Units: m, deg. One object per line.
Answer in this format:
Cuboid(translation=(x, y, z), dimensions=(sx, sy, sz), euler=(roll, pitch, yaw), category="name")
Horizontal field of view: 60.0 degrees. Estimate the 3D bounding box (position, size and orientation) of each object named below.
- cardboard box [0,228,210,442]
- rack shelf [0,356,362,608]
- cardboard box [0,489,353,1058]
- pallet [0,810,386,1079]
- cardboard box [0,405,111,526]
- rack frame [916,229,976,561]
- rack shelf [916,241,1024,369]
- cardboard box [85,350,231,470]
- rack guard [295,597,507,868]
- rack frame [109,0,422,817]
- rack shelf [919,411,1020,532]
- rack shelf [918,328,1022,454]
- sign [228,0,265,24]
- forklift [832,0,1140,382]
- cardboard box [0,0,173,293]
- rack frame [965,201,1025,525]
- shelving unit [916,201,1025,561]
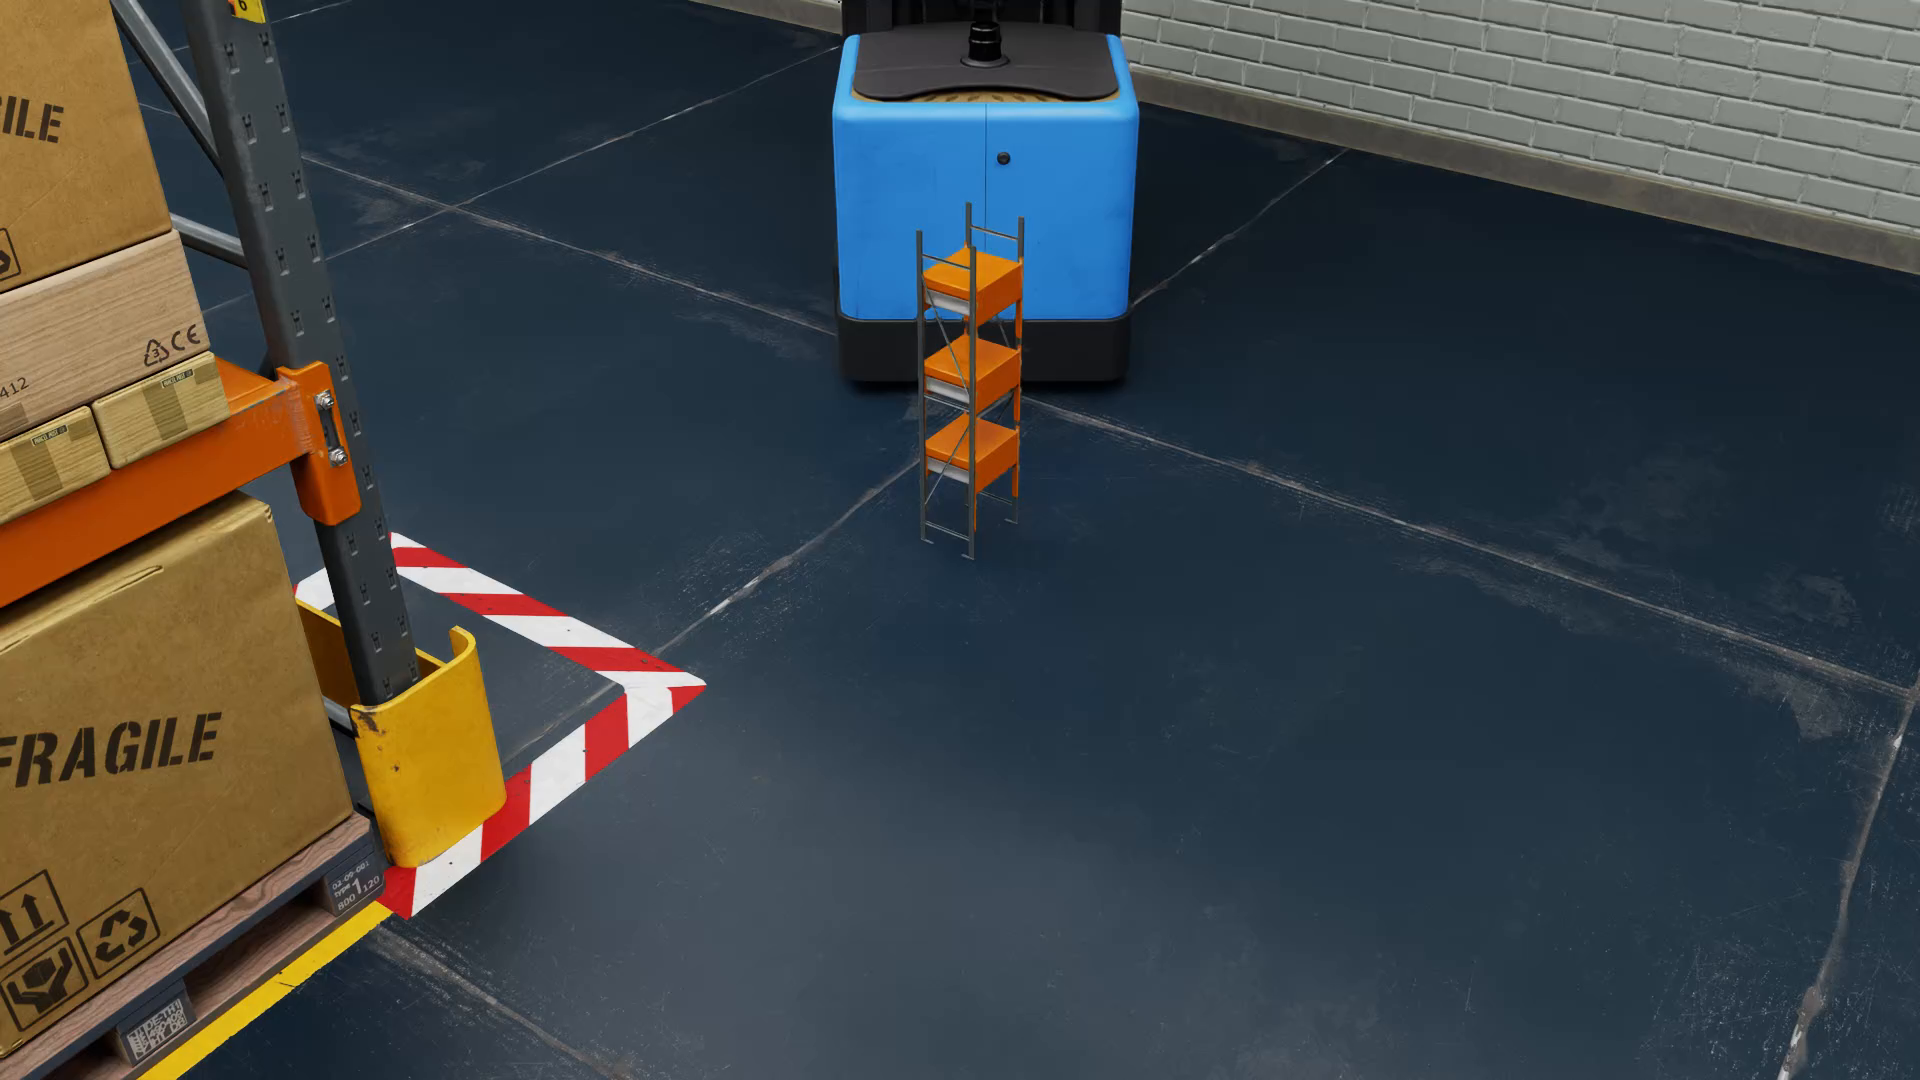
Cuboid(translation=(-1.787, -0.434, 3.082), dimensions=(0.500, 0.250, 0.500), euler=(21, 39, 27), category="cardboard box")
Cuboid(translation=(-2.869, 0.538, 2.419), dimensions=(1.077, 0.370, 4.000), euler=(21, 39, 28), category="rack shelf")
Cuboid(translation=(-2.028, 0.346, 3.583), dimensions=(0.875, 0.875, 0.875), euler=(21, 39, 28), category="cardboard box")
Cuboid(translation=(-2.120, 0.868, 3.778), dimensions=(1.003, 0.211, 1.213), euler=(21, 39, 28), category="pallet")
Cuboid(translation=(-1.808, -0.187, 3.073), dimensions=(0.380, 0.149, 0.250), euler=(22, 40, 29), category="cardboard box")
Cuboid(translation=(-0.039, -0.403, 4.909), dimensions=(0.200, 1.050, 0.008), euler=(21, 39, 28), category="rack frame")
Cuboid(translation=(0.031, -0.686, 4.839), dimensions=(0.215, 0.259, 0.240), euler=(21, 39, 28), category="rack shelf")
Cuboid(translation=(-1.661, -0.307, 3.251), dimensions=(0.380, 0.149, 0.250), euler=(22, 40, 29), category="cardboard box")
Cuboid(translation=(-1.715, 0.344, 4.295), dimensions=(1.175, 0.500, 0.348), euler=(21, 39, 28), category="rack guard")
Cuboid(translation=(-1.729, -0.680, 3.578), dimensions=(1.000, 3.000, 0.127), euler=(21, 39, 28), category="rack frame")
Cuboid(translation=(0.031, -0.221, 5.154), dimensions=(0.215, 0.259, 0.240), euler=(21, 39, 28), category="rack shelf")
Cuboid(translation=(0.031, -0.451, 4.998), dimensions=(0.215, 0.259, 0.240), euler=(21, 39, 28), category="rack shelf")
Cuboid(translation=(-1.291, -1.078, 2.922), dimensions=(0.100, 0.325, 0.005), euler=(21, 39, 28), category="sign")
Cuboid(translation=(0.082, -2.570, 6.435), dimensions=(1.130, 2.935, 3.031), euler=(0, 34, 0), category="forklift")
Cuboid(translation=(-1.791, -0.744, 2.871), dimensions=(0.500, 0.500, 0.500), euler=(22, 40, 29), category="cardboard box")
Cuboid(translation=(0.100, -0.516, 5.075), dimensions=(0.200, 1.050, 0.008), euler=(21, 39, 28), category="rack frame")
Cuboid(translation=(0.031, -0.460, 4.992), dimensions=(0.215, 1.050, 0.252), euler=(21, 39, 28), category="shelving unit")
